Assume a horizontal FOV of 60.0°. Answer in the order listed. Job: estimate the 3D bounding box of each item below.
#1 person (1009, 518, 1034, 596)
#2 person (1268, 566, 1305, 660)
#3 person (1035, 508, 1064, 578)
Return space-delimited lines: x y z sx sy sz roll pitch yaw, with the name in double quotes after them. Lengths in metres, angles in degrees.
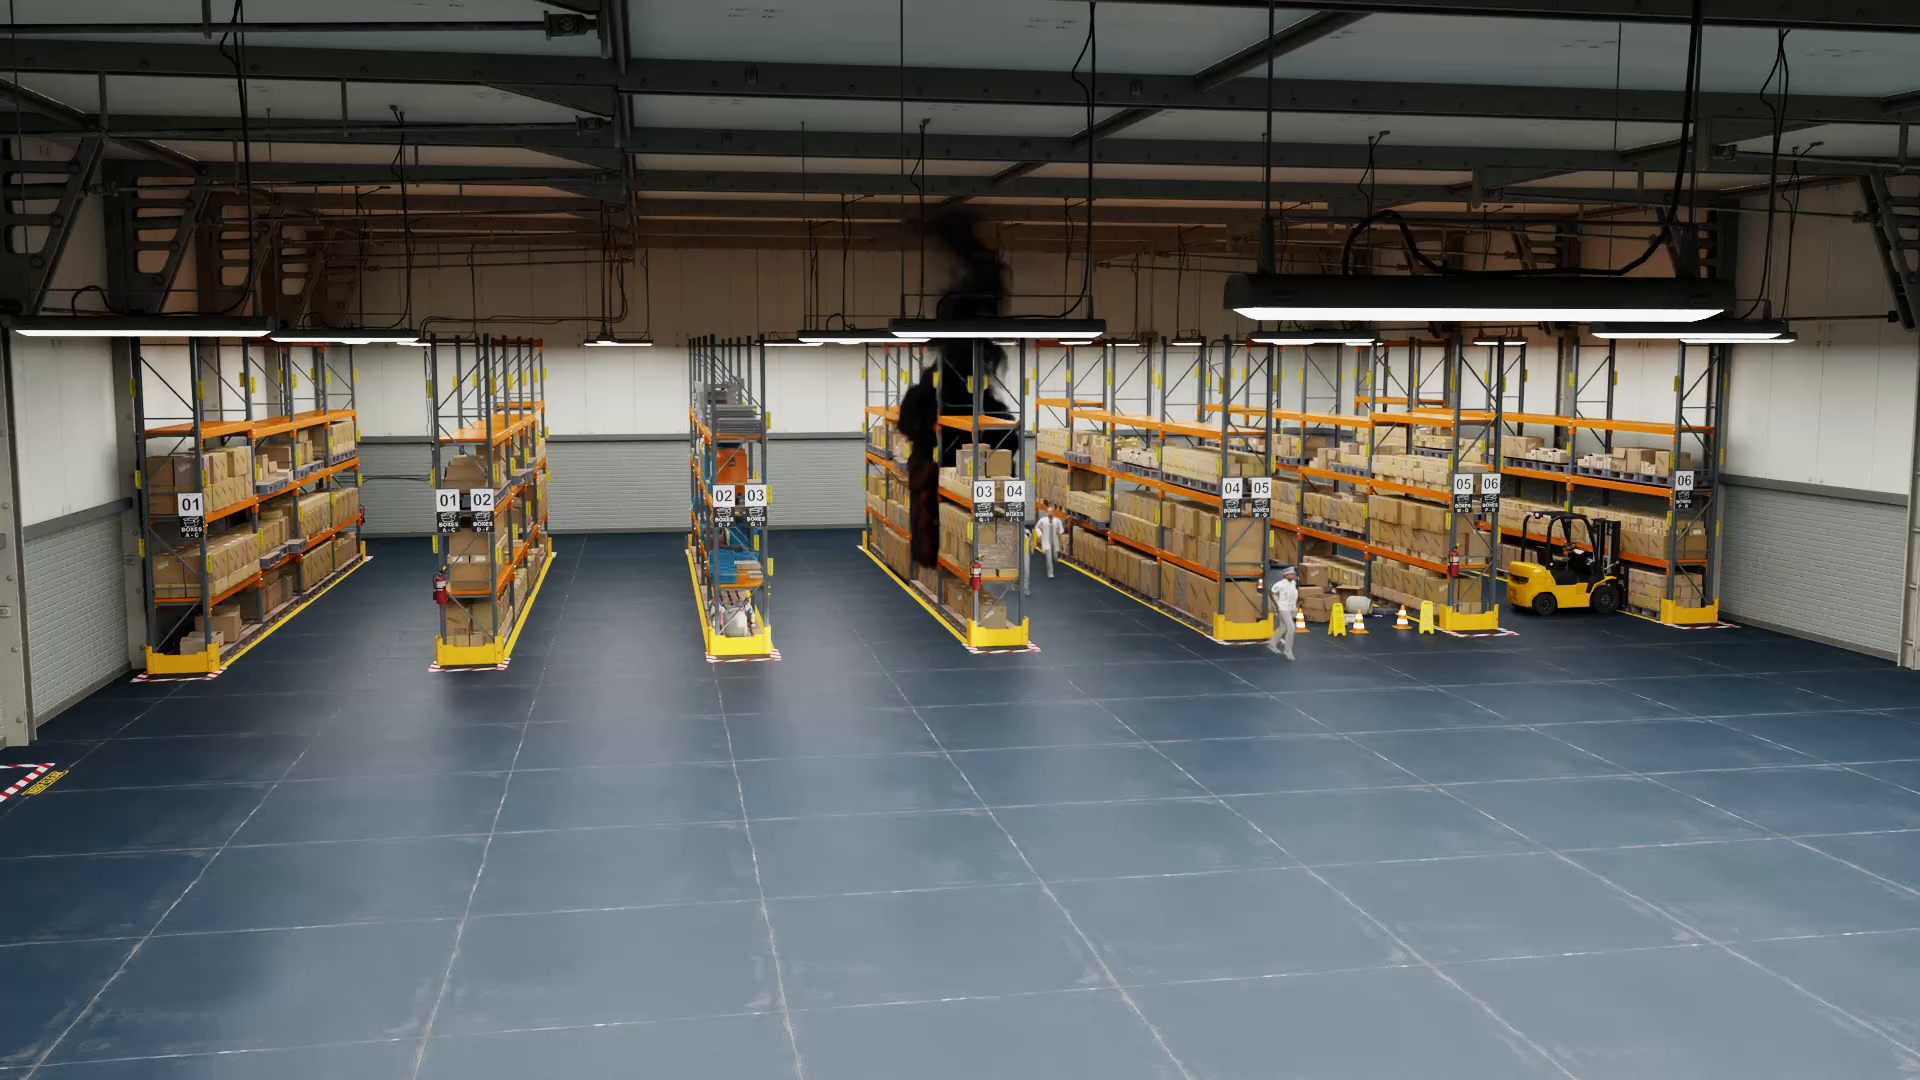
1.421 0.367 39.110 0.684 1.819 0.866 -2 7 -18 "person"
6.070 1.345 30.986 0.571 1.749 0.753 -6 9 -44 "person"
2.261 0.055 41.915 0.720 1.747 0.916 -1 7 -9 "person"
